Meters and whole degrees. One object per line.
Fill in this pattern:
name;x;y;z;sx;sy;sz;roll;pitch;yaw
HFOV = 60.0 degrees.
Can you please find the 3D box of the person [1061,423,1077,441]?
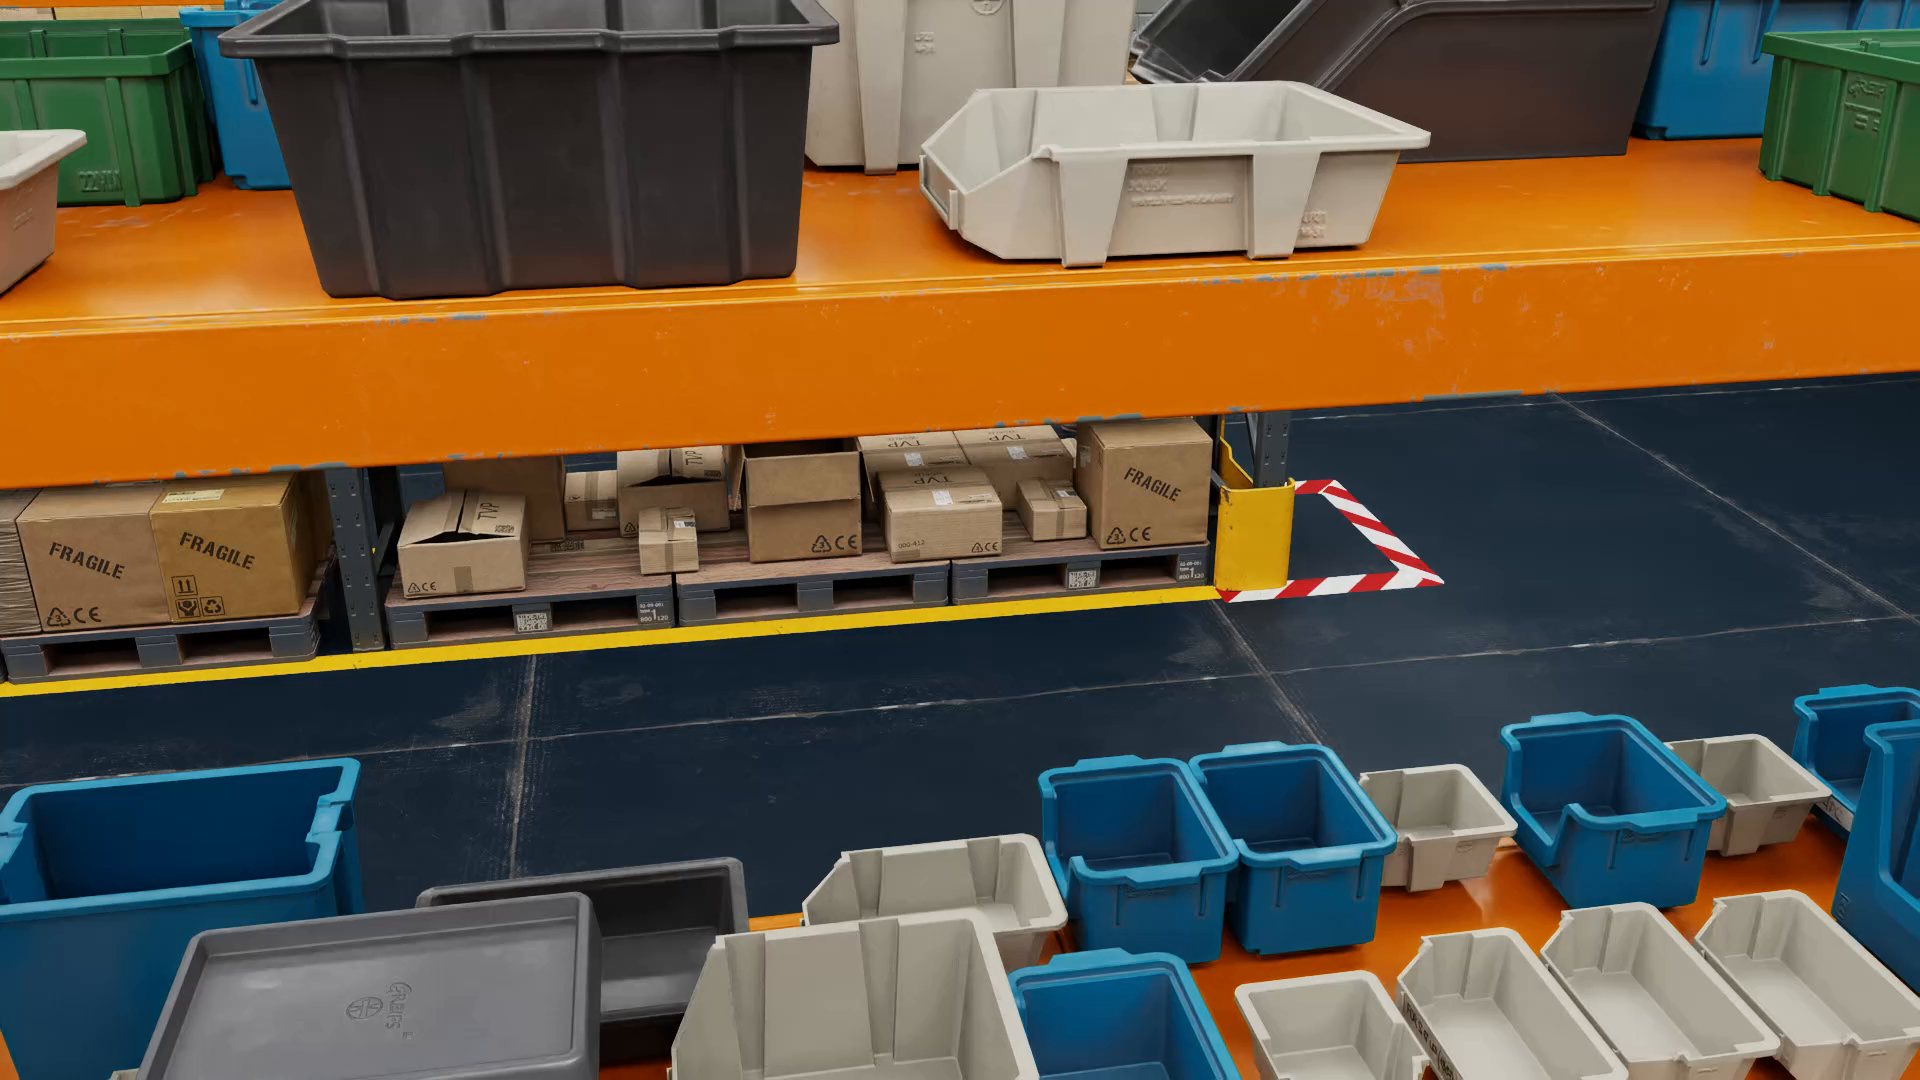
person;0.667;-1.023;9.323;0.783;0.977;0.486;-6;24;-14
